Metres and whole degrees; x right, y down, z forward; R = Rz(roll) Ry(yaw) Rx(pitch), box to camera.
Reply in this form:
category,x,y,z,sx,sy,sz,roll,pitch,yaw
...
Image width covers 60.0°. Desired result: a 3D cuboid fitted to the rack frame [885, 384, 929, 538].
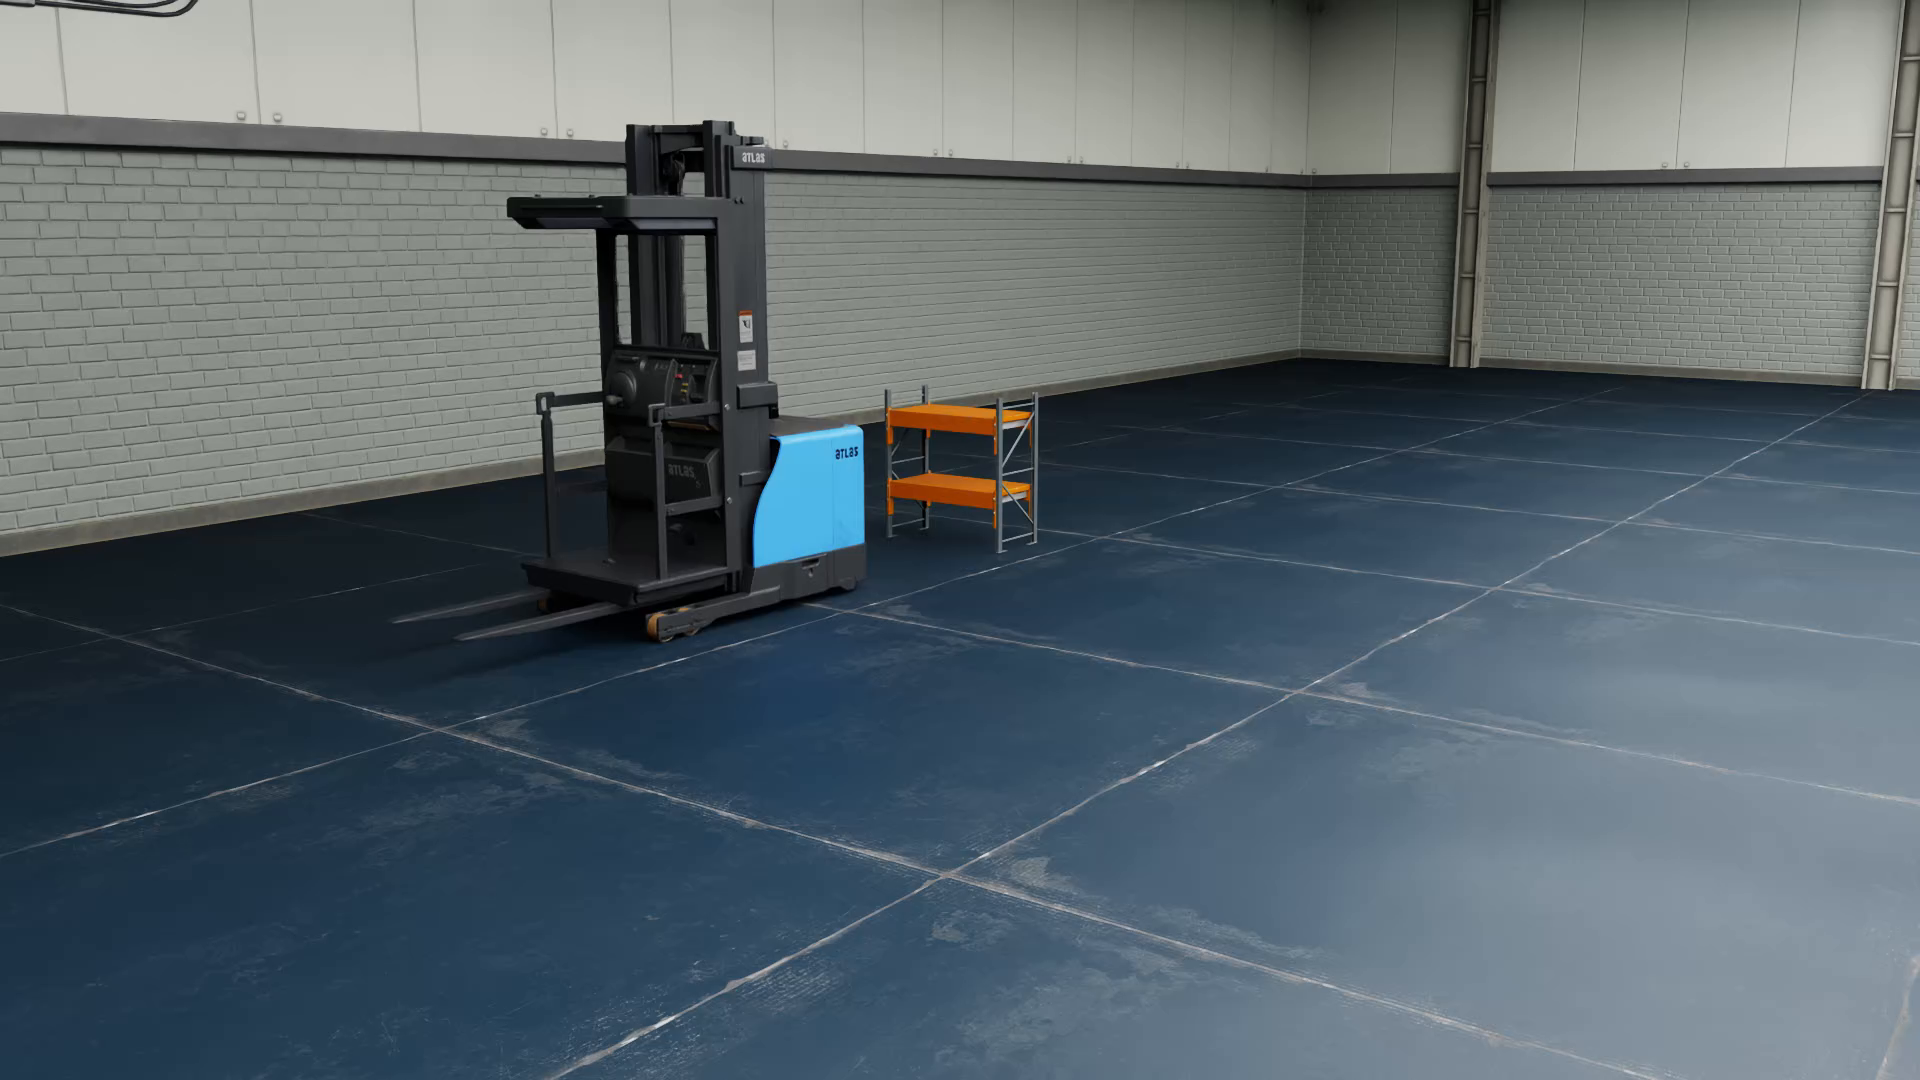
category,x,y,z,sx,sy,sz,roll,pitch,yaw
rack frame,-0.404,-0.609,12.714,0.032,1.125,0.500,8,13,36

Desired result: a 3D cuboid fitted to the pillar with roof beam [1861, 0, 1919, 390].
category,x,y,z,sx,sy,sz,roll,pitch,yaw
pillar with roof beam,10.529,-5.917,19.424,0.400,9.000,9.100,8,13,36

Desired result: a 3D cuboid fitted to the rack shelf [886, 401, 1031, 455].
category,x,y,z,sx,sy,sz,roll,pitch,yaw
rack shelf,0.005,-0.839,12.363,1.000,0.278,0.538,8,13,36

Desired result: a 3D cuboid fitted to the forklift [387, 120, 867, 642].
category,x,y,z,sx,sy,sz,roll,pitch,yaw
forklift,-1.920,-0.961,9.783,1.130,2.935,3.031,9,14,38

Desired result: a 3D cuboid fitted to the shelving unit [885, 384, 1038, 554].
category,x,y,z,sx,sy,sz,roll,pitch,yaw
shelving unit,0.005,-0.552,12.419,1.048,1.125,0.538,8,13,36

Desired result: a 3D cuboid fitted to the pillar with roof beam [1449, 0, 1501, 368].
category,x,y,z,sx,sy,sz,roll,pitch,yaw
pillar with roof beam,5.693,-6.592,22.910,0.400,9.000,9.100,8,13,36

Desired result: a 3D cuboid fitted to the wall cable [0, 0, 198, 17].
category,x,y,z,sx,sy,sz,roll,pitch,yaw
wall cable,-6.363,-6.083,11.329,0.169,6.003,2.305,8,13,36

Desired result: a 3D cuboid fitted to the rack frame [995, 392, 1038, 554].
category,x,y,z,sx,sy,sz,roll,pitch,yaw
rack frame,0.415,-0.494,12.124,0.032,1.125,0.500,8,13,36

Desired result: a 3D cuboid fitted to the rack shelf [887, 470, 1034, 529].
category,x,y,z,sx,sy,sz,roll,pitch,yaw
rack shelf,0.005,-0.311,12.465,1.000,0.278,0.538,8,13,36
